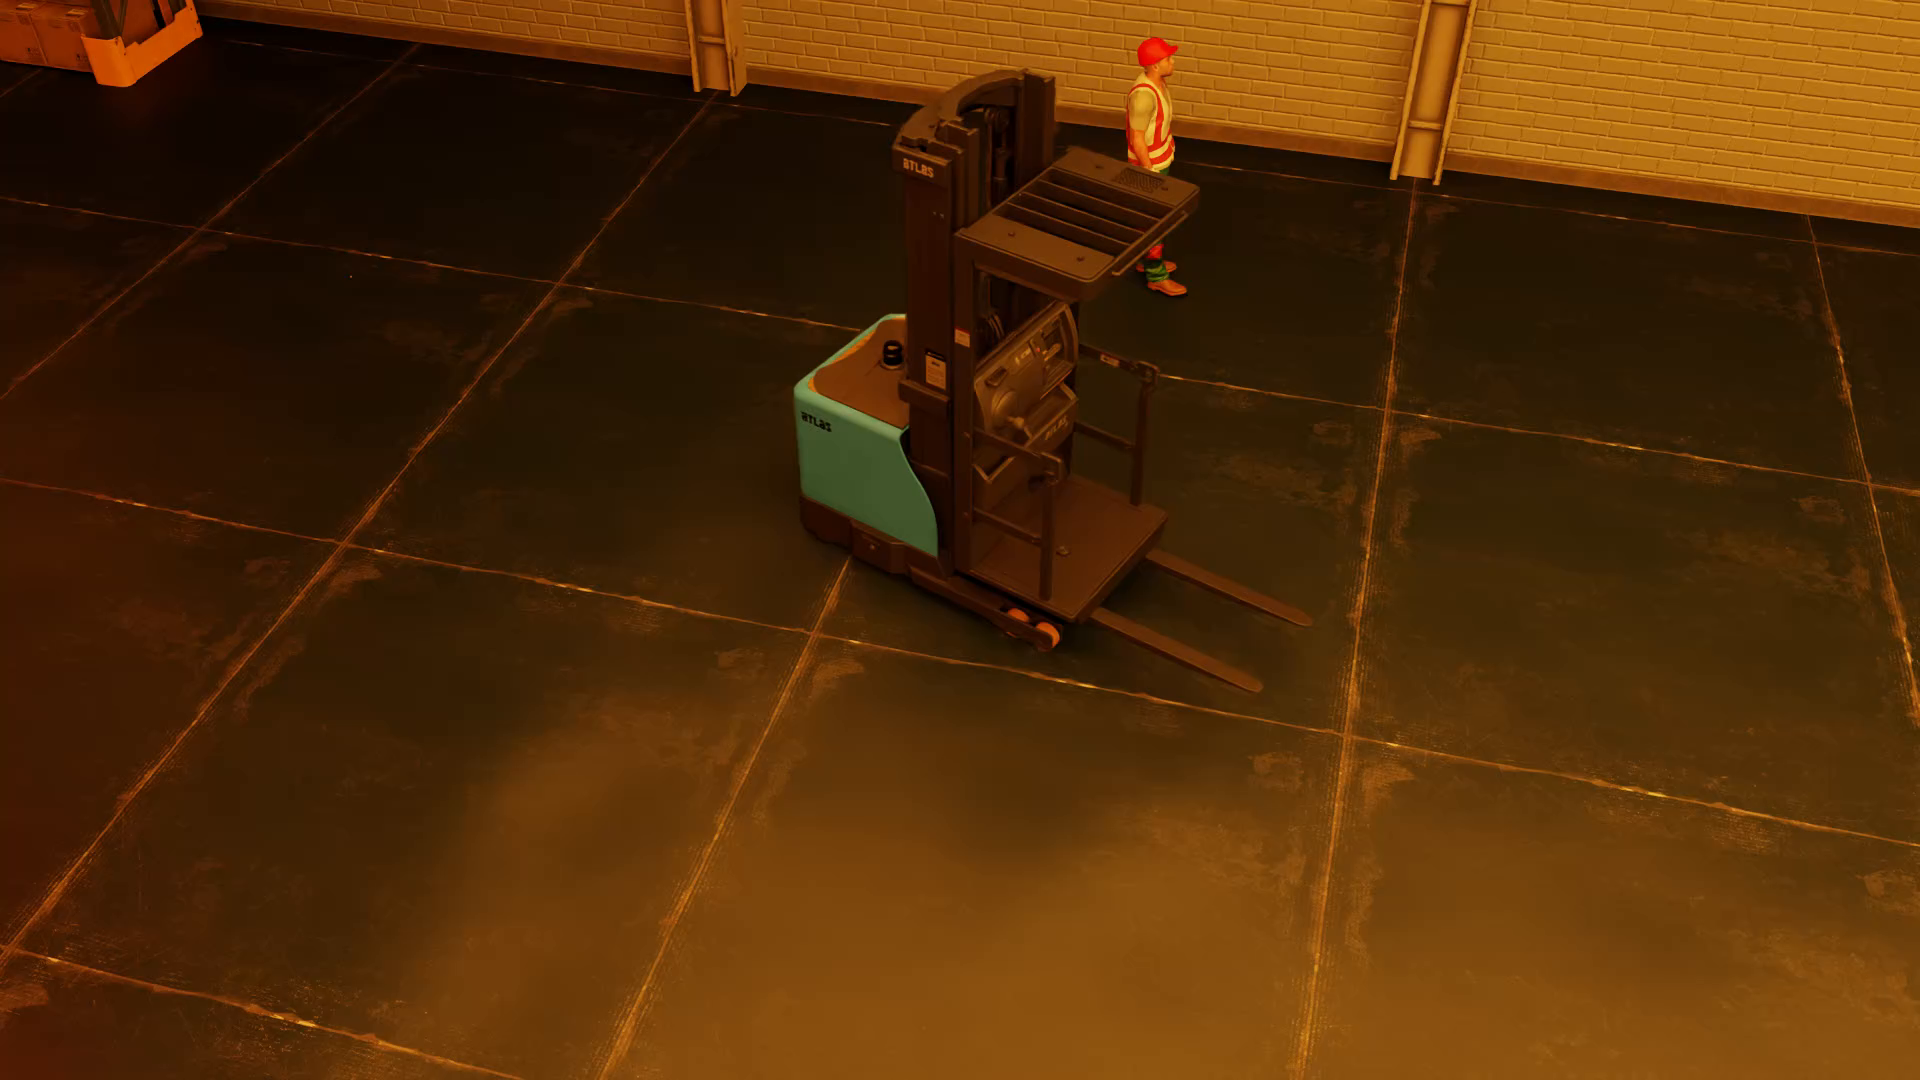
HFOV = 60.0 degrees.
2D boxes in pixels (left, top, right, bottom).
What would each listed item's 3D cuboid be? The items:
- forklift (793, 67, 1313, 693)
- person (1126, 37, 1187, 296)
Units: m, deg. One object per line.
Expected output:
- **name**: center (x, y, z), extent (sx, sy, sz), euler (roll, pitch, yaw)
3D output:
- **forklift**: center (0.530, -0.876, 8.861), extent (3.031, 2.935, 1.130), euler (25, 47, 25)
- **person**: center (1.438, -2.661, 11.753), extent (0.566, 1.787, 0.638), euler (10, 42, 11)
